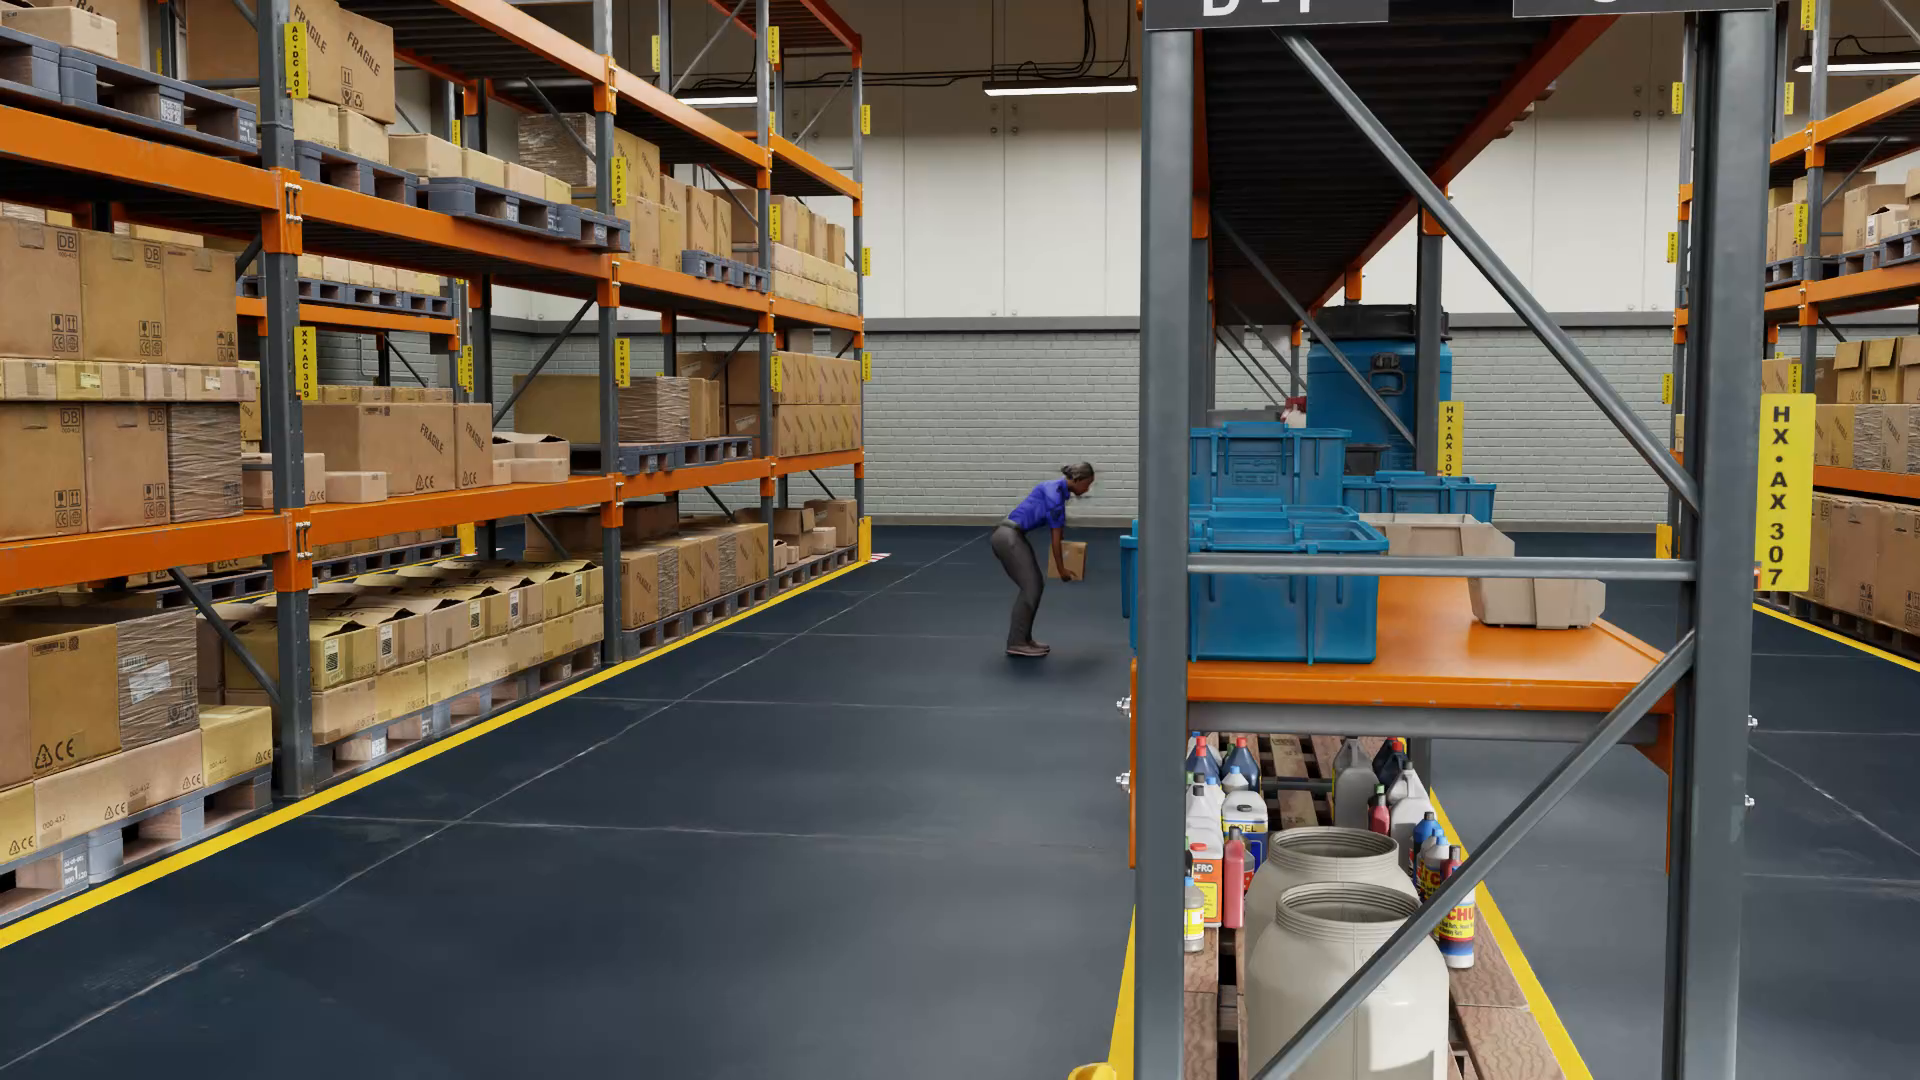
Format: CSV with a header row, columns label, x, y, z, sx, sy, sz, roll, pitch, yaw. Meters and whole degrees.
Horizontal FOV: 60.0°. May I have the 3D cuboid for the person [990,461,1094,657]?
label,x,y,z,sx,sy,sz,roll,pitch,yaw
person,0.593,0.130,11.974,0.735,1.399,0.414,1,5,7
